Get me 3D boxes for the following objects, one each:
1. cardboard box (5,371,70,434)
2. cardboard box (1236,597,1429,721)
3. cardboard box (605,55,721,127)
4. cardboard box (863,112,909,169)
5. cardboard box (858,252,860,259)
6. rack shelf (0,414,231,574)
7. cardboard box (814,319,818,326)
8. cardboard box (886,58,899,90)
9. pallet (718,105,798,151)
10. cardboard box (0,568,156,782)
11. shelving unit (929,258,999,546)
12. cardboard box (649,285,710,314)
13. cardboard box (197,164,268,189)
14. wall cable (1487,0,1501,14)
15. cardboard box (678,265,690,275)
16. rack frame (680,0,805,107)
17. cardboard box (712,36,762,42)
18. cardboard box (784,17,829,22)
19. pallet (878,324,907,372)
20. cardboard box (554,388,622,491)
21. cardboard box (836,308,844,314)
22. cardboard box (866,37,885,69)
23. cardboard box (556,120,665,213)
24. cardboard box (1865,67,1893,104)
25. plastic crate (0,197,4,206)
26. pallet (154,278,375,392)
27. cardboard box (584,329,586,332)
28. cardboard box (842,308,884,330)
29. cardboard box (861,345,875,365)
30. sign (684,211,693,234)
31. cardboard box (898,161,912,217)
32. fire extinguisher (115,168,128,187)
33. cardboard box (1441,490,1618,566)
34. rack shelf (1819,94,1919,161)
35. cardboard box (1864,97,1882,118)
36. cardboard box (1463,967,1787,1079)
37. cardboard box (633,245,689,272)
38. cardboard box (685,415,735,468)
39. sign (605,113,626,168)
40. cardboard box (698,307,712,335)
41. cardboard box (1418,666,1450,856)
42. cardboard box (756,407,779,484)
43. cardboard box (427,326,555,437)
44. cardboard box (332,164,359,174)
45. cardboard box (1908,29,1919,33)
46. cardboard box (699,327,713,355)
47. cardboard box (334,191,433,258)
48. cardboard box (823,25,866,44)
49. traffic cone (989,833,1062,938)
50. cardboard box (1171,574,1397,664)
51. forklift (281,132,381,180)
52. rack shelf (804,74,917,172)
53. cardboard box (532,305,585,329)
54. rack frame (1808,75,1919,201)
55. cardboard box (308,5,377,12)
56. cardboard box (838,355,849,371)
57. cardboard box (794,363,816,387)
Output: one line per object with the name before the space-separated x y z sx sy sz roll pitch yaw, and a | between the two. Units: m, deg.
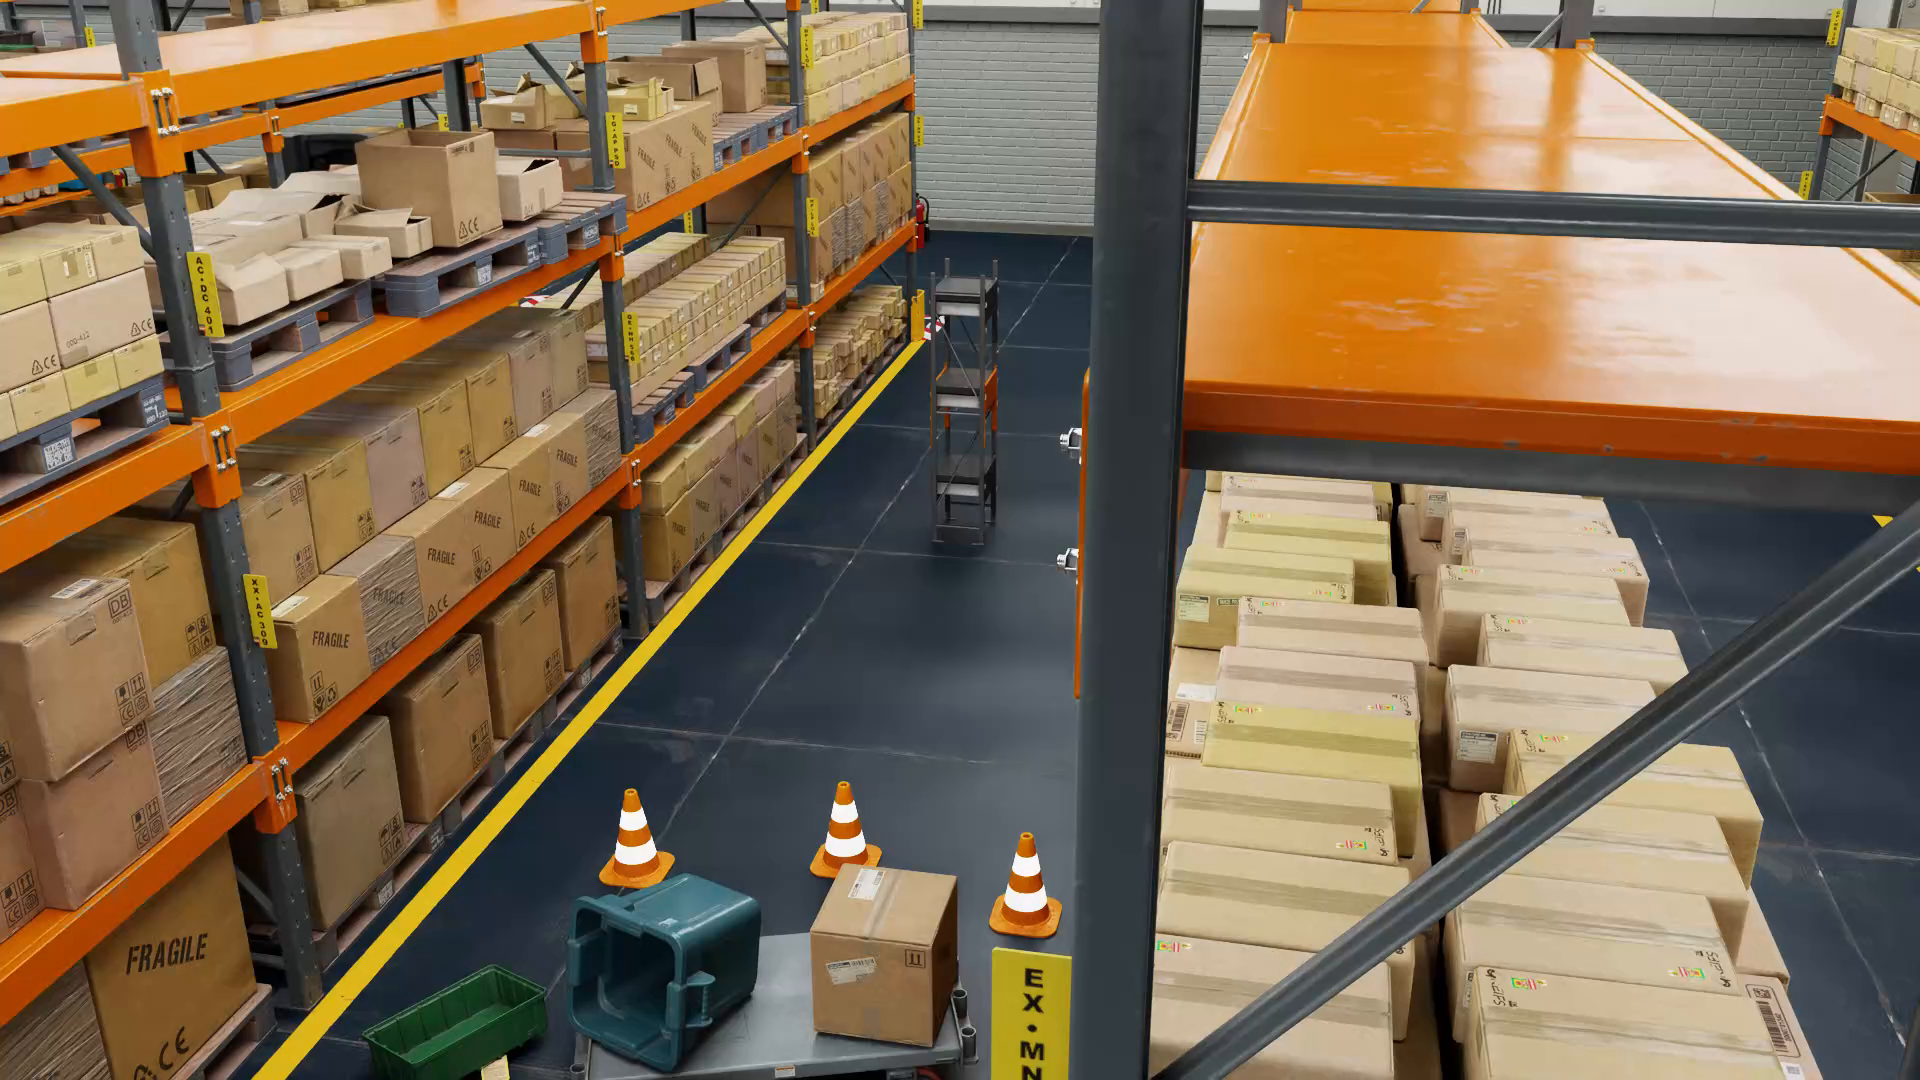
cardboard box | -3.287 -0.480 5.656 0.380 0.149 0.250 5 22 12
cardboard box | 0.770 0.246 3.481 0.380 0.149 0.250 4 22 9
cardboard box | -2.234 -3.313 12.350 0.797 0.503 0.637 4 22 10
cardboard box | -0.824 -4.159 17.295 0.500 0.500 0.500 4 22 10
cardboard box | -1.182 -2.783 16.085 0.380 0.149 0.250 5 23 13
rack shelf | -3.831 0.365 4.879 1.077 0.370 4.000 4 22 11
cardboard box | -1.621 -2.098 16.505 0.380 0.149 0.250 5 22 11
cardboard box | -0.905 -4.645 16.558 0.500 0.250 0.500 4 22 11
pallet | -2.021 -3.321 13.320 1.213 0.211 1.003 4 22 11
cardboard box | -3.530 0.463 6.042 0.875 0.550 0.550 4 22 11
shelving unit | 0.034 -1.035 12.612 0.431 2.100 0.503 4 22 11
cardboard box | -2.056 -1.761 12.188 0.380 0.149 0.250 5 23 13
cardboard box | -6.794 -3.254 15.717 0.500 0.500 0.500 5 22 12
wall cable | 8.232 -7.974 20.558 2.988 3.039 0.133 4 22 11
cardboard box | -2.424 -2.152 13.558 0.380 0.149 0.250 5 22 12
rack frame | -1.791 -5.017 13.265 1.000 3.000 0.127 4 22 11
cardboard box | -1.942 -4.298 14.493 0.380 0.149 0.250 4 22 11
cardboard box | -1.510 -5.060 16.386 0.380 0.149 0.250 5 22 12
pallet | -1.190 -2.081 17.739 1.003 0.211 1.213 4 22 11
cardboard box | -2.436 -0.633 10.275 0.500 0.500 0.500 4 22 11
cardboard box | -1.407 -2.343 17.513 0.380 0.149 0.250 5 22 12
cardboard box | -1.030 -4.689 15.997 0.500 0.250 0.500 5 22 12
cardboard box | -2.230 -2.398 10.643 0.500 0.500 0.500 4 22 11
cardboard box | 8.194 -3.924 14.370 0.500 0.250 0.500 4 22 9
plastic crate | -10.796 -3.765 18.459 0.298 0.136 0.250 4 22 11
pallet | -3.284 -0.950 7.439 0.805 0.209 1.217 4 22 9
cardboard box | -2.848 -1.397 11.683 0.380 0.149 0.250 5 22 12
cardboard box | -0.986 -2.248 16.878 0.380 0.149 0.250 5 23 13
cardboard box | -1.073 -1.881 16.764 0.380 0.149 0.250 5 22 12
sign | -2.323 -2.674 14.320 0.100 0.325 0.005 4 22 11
cardboard box | -0.814 -3.697 17.487 0.500 0.500 0.500 5 22 12
fire extinguisher | -10.182 -4.301 20.121 0.296 0.674 0.183 4 22 11
cardboard box | 1.394 -0.001 4.094 0.380 0.149 0.250 5 22 12
rack shelf | 8.344 -3.306 13.995 1.077 0.370 4.000 4 22 11
cardboard box | 8.165 -3.786 14.559 0.380 0.149 0.250 4 22 11
cardboard box | 0.899 0.736 2.265 0.380 0.149 0.250 4 22 11
cardboard box | -2.427 -2.283 13.486 0.380 0.149 0.250 5 22 11
cardboard box | -2.012 -0.754 12.490 0.500 0.250 0.500 5 22 11
sign | -2.065 -2.394 9.969 0.100 0.325 0.005 4 22 11
cardboard box | -2.050 -1.620 12.237 0.380 0.149 0.250 4 22 10
cardboard box | 1.184 0.497 3.391 0.500 0.250 0.500 5 22 12
cardboard box | -1.800 -0.792 13.589 0.500 0.500 0.500 4 22 10
cardboard box | -2.810 -0.933 9.683 0.700 0.500 0.500 4 22 10
cardboard box | -3.072 -1.903 9.054 0.500 0.250 0.500 5 22 12
cardboard box | 8.935 -4.488 15.099 0.500 0.250 0.500 4 22 9
cardboard box | -2.049 -1.483 12.295 0.380 0.149 0.250 5 22 12
cardboard box | -2.834 -1.547 8.148 0.396 0.266 0.258 4 22 11
cardboard box | -1.090 -4.731 15.567 0.380 0.149 0.250 4 22 9
traffic cone | 0.326 1.648 8.141 0.336 0.463 0.334 4 22 11
cardboard box | 0.774 0.269 3.959 0.500 0.250 0.500 5 22 11
forklift | -4.809 -1.534 12.739 1.130 2.935 3.031 4 22 10
rack shelf | -1.383 -4.023 15.776 1.077 0.370 4.000 4 22 11
cardboard box | -2.849 -1.527 11.608 0.380 0.149 0.250 5 23 13
rack frame | 8.752 -2.980 16.237 1.000 3.000 0.127 4 22 11
cardboard box | -6.165 -4.996 16.398 0.700 0.500 0.500 5 23 13
cardboard box | -1.288 -1.741 16.018 0.380 0.149 0.250 6 23 13
cardboard box | -1.518 -1.493 15.003 0.380 0.149 0.250 5 23 13
